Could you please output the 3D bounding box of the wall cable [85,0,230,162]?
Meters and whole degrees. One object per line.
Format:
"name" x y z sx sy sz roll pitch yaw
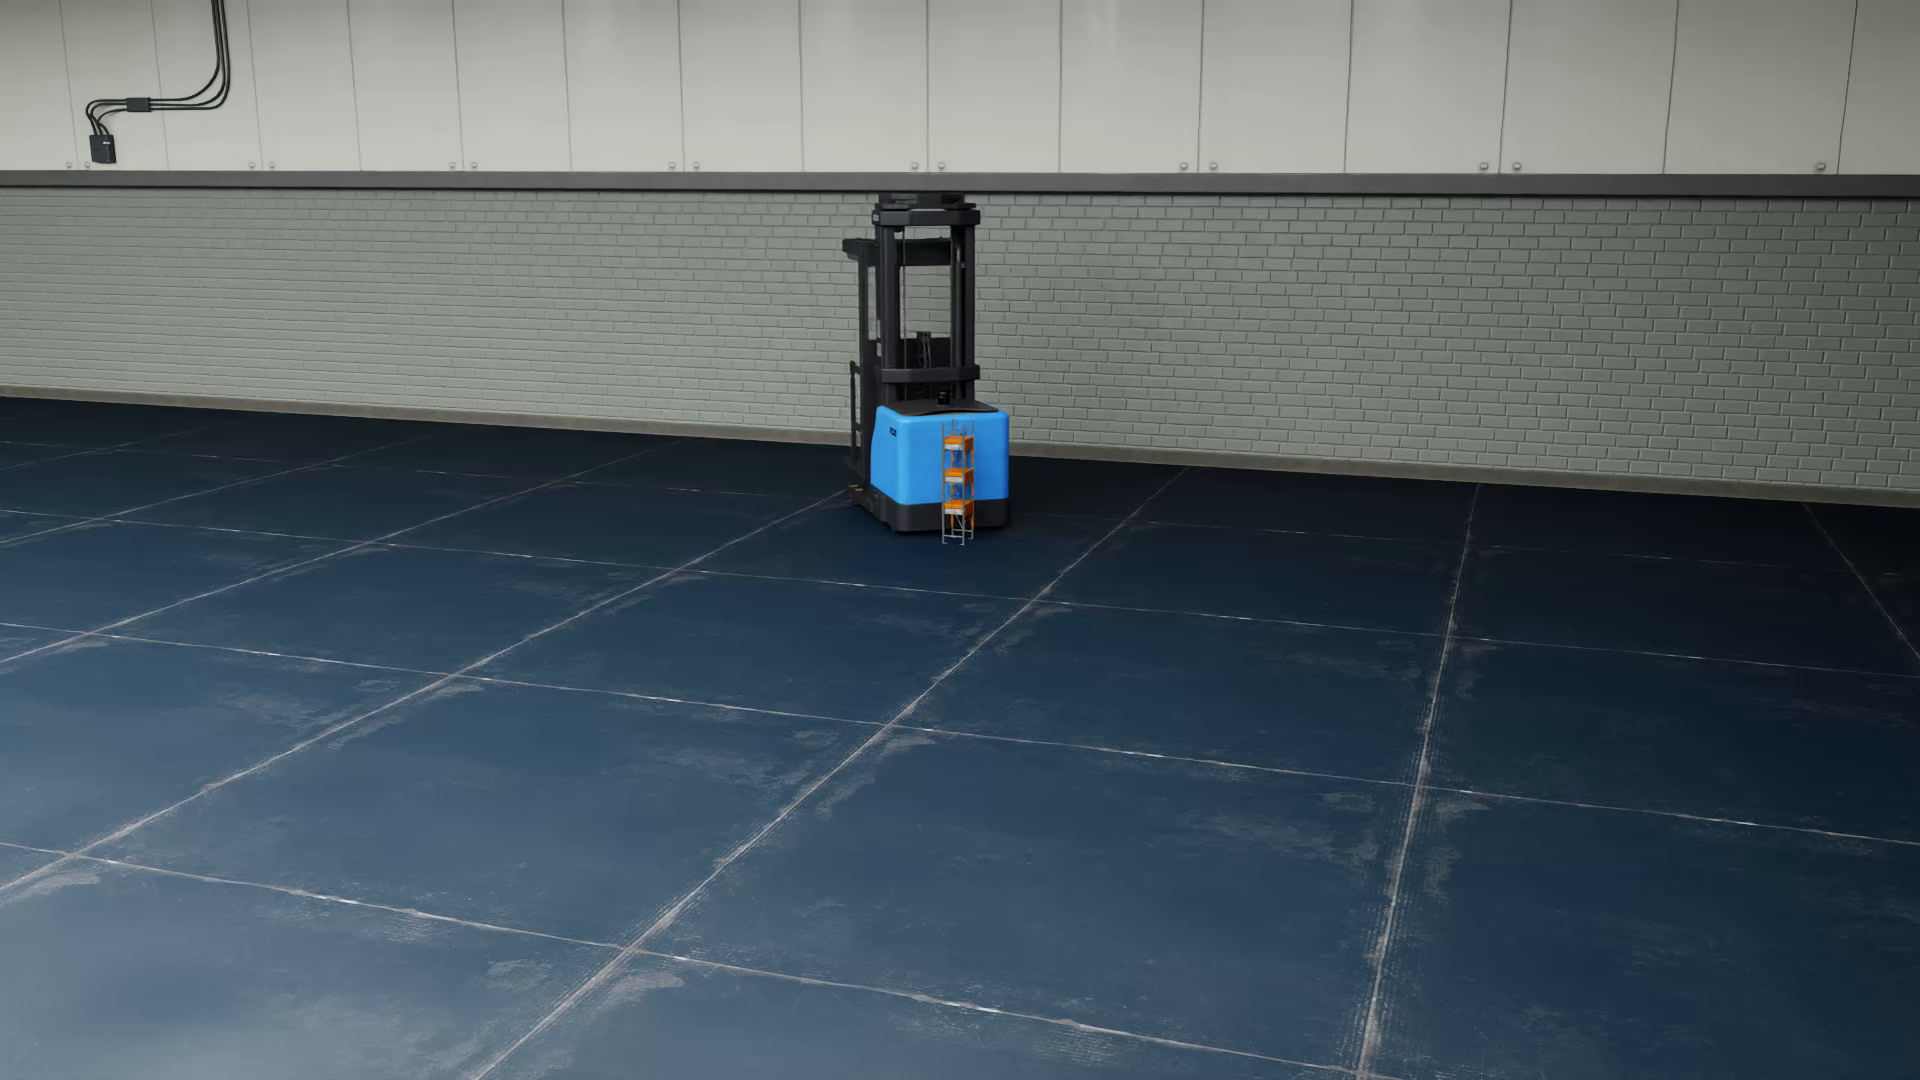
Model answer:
"wall cable" -10.307 -7.813 20.855 2.305 6.003 0.169 4 14 18

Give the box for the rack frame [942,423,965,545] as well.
"rack frame" -0.057 -0.475 14.209 0.200 1.050 0.008 4 14 18

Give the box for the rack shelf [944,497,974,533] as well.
"rack shelf" -0.017 -0.219 14.386 0.215 0.259 0.240 4 14 18

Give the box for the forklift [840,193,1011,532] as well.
"forklift" -0.471 -1.780 15.701 1.130 2.935 3.031 -4 13 -17

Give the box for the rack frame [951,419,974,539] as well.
"rack frame" 0.022 -0.526 14.434 0.200 1.050 0.008 4 14 18

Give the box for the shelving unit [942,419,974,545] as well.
"shelving unit" -0.017 -0.501 14.322 0.215 1.050 0.252 4 14 18

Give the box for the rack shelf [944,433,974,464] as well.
"rack shelf" -0.017 -0.767 14.261 0.215 0.259 0.240 4 14 18

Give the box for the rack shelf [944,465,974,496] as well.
"rack shelf" -0.017 -0.490 14.324 0.215 0.259 0.240 4 14 18
